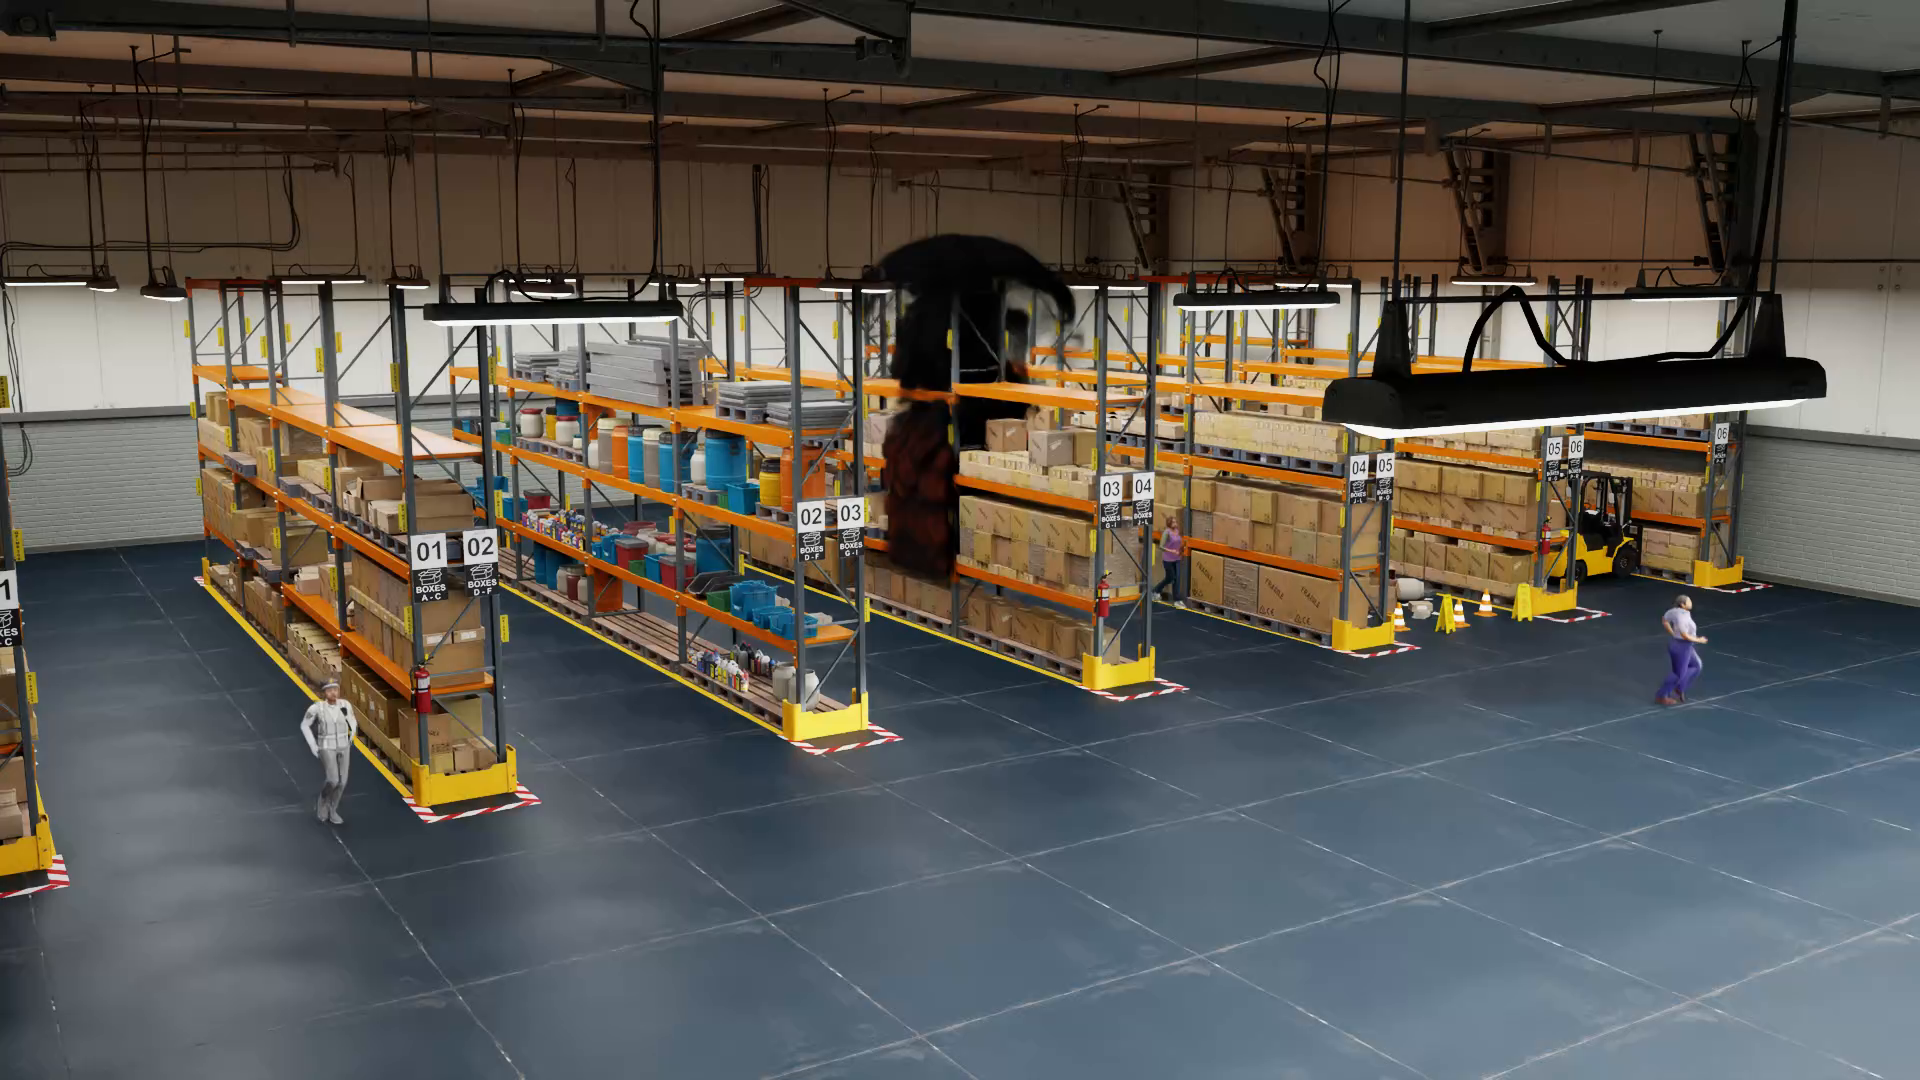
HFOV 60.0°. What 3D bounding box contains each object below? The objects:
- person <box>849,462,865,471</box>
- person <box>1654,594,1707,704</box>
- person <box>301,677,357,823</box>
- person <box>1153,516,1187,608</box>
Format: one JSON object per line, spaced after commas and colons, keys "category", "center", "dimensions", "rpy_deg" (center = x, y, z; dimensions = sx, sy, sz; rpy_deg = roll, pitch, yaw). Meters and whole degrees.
{"category": "person", "center": [-2.525, -1.497, 41.777], "dimensions": [0.689, 1.724, 0.851], "rpy_deg": [7, 12, 36]}
{"category": "person", "center": [10.349, 1.571, 23.858], "dimensions": [0.653, 1.632, 0.614], "rpy_deg": [2, 10, 14]}
{"category": "person", "center": [-7.114, 2.386, 18.924], "dimensions": [0.599, 1.678, 0.504], "rpy_deg": [-8, 12, -38]}
{"category": "person", "center": [3.722, 0.369, 29.269], "dimensions": [0.539, 1.599, 0.754], "rpy_deg": [-8, 12, -39]}
